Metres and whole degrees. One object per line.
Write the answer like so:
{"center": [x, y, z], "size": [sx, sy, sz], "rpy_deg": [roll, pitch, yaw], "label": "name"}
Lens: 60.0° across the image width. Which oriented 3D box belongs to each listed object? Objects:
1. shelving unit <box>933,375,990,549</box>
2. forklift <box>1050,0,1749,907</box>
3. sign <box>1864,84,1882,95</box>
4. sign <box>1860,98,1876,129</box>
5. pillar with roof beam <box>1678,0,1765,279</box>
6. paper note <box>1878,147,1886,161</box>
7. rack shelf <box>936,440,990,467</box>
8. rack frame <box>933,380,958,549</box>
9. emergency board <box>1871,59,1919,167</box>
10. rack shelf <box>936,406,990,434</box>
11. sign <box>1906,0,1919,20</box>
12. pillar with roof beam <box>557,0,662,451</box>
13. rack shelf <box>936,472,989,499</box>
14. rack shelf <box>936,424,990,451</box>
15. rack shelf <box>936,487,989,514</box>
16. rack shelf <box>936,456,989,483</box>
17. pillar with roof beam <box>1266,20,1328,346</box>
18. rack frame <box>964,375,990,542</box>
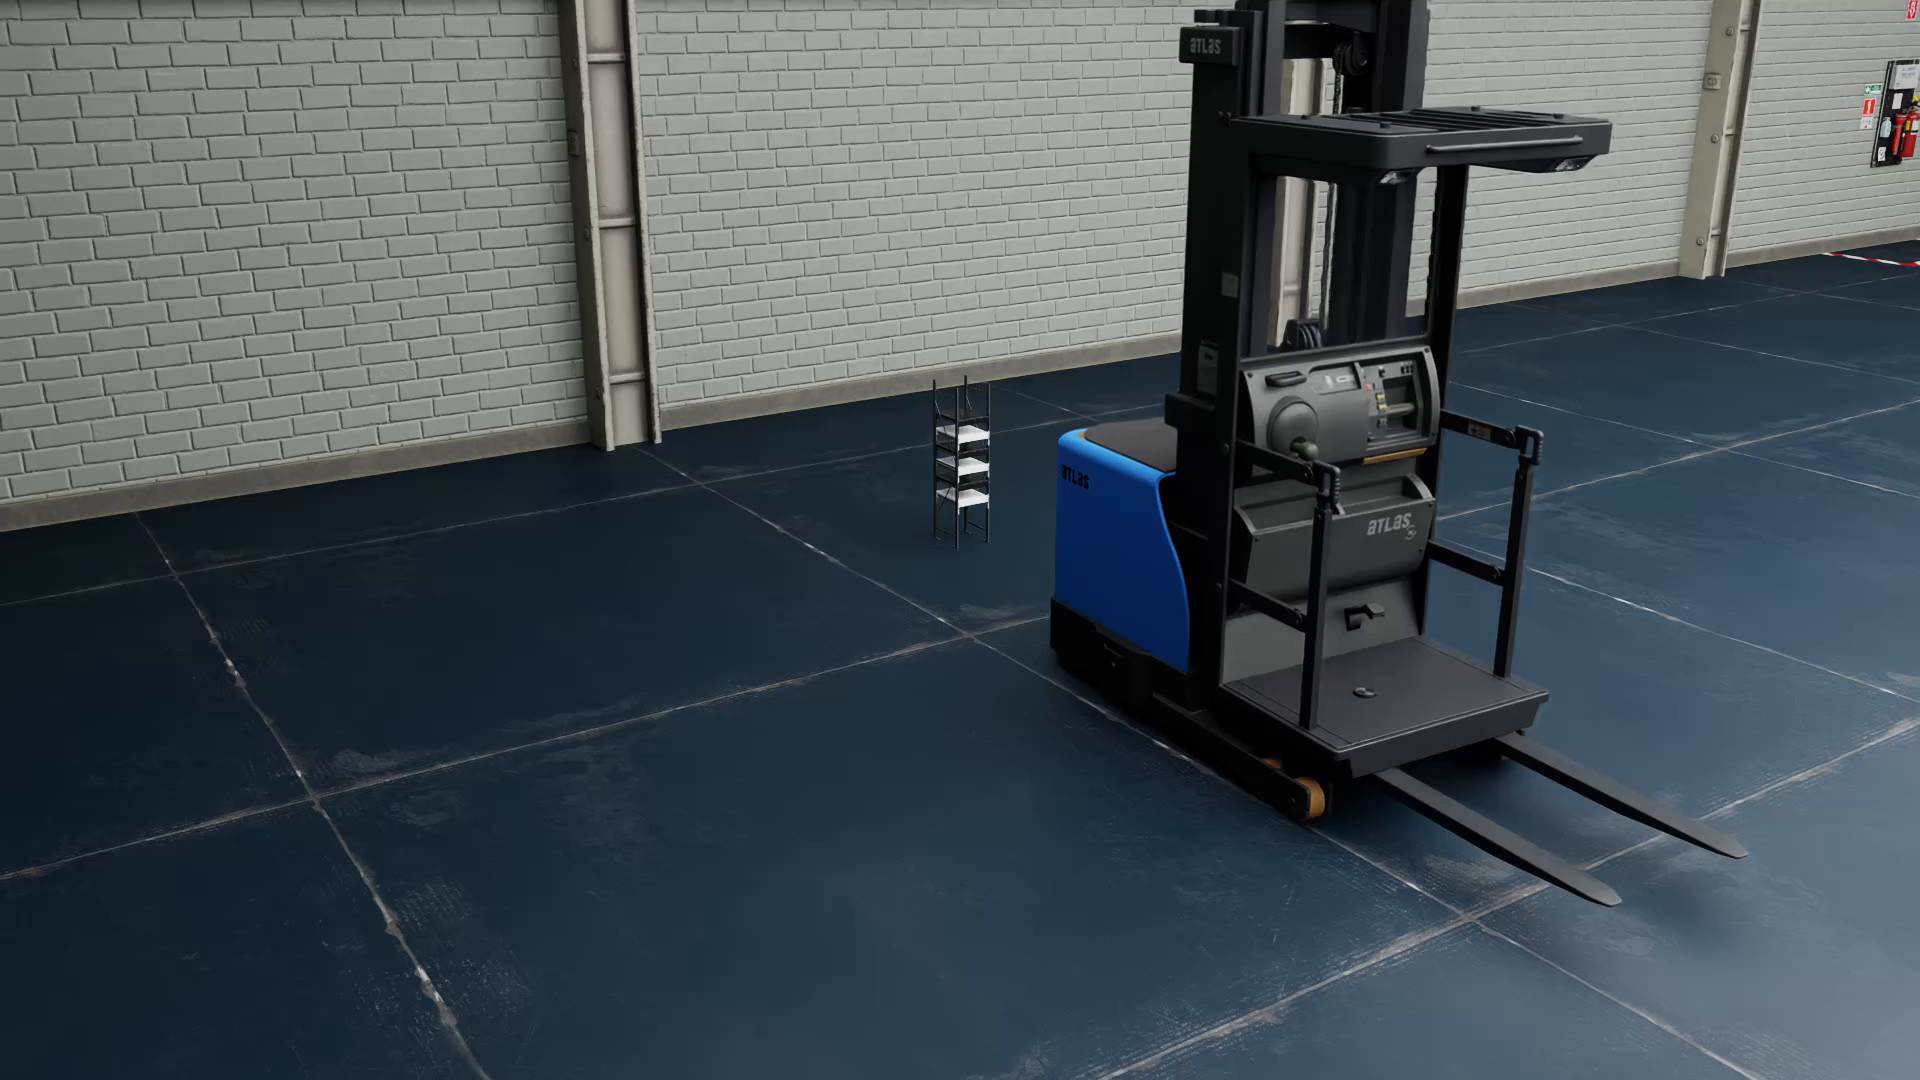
{"center": [0.007, -0.428, 9.105], "size": [0.210, 0.900, 0.258], "rpy_deg": [-12, 22, -31], "label": "shelving unit"}
{"center": [1.572, -0.512, 6.184], "size": [1.130, 2.935, 3.031], "rpy_deg": [-10, 21, -28], "label": "forklift"}
{"center": [10.185, -5.026, 18.546], "size": [0.331, 0.109, 0.001], "rpy_deg": [-12, 22, -31], "label": "sign"}
{"center": [10.176, -4.777, 18.635], "size": [0.234, 0.329, 0.001], "rpy_deg": [-12, 22, -31], "label": "sign"}
{"center": [10.136, -5.888, 12.612], "size": [0.400, 9.000, 9.100], "rpy_deg": [-12, 22, -31], "label": "pillar with roof beam"}
{"center": [10.509, -4.400, 18.951], "size": [0.142, 0.148, 0.016], "rpy_deg": [-12, 22, -31], "label": "paper note"}
{"center": [0.007, -0.481, 9.087], "size": [0.200, 0.077, 0.258], "rpy_deg": [-12, 22, -31], "label": "rack shelf"}
{"center": [-0.078, -0.410, 9.052], "size": [0.006, 0.900, 0.240], "rpy_deg": [-12, 22, -31], "label": "rack frame"}
{"center": [10.695, -4.830, 18.847], "size": [0.643, 1.169, 0.194], "rpy_deg": [-12, 22, -31], "label": "emergency board"}
{"center": [0.007, -0.652, 9.029], "size": [0.200, 0.077, 0.258], "rpy_deg": [-12, 22, -31], "label": "rack shelf"}
{"center": [10.633, -5.953, 18.551], "size": [0.199, 0.298, 0.001], "rpy_deg": [-12, 22, -31], "label": "sign"}
{"center": [0.114, -3.775, 6.360], "size": [0.400, 9.000, 9.100], "rpy_deg": [-12, 22, -31], "label": "pillar with roof beam"}
{"center": [0.007, -0.311, 9.144], "size": [0.200, 0.077, 0.258], "rpy_deg": [-12, 22, -31], "label": "rack shelf"}
{"center": [0.007, -0.567, 9.058], "size": [0.200, 0.077, 0.258], "rpy_deg": [-12, 22, -31], "label": "rack shelf"}
{"center": [0.007, -0.226, 9.173], "size": [0.200, 0.077, 0.258], "rpy_deg": [-12, 22, -31], "label": "rack shelf"}
{"center": [0.007, -0.396, 9.116], "size": [0.200, 0.077, 0.258], "rpy_deg": [-12, 22, -31], "label": "rack shelf"}
{"center": [5.125, -4.832, 9.486], "size": [0.400, 9.000, 9.100], "rpy_deg": [-12, 22, -31], "label": "pillar with roof beam"}
{"center": [0.092, -0.446, 9.158], "size": [0.006, 0.900, 0.240], "rpy_deg": [-12, 22, -31], "label": "rack frame"}
